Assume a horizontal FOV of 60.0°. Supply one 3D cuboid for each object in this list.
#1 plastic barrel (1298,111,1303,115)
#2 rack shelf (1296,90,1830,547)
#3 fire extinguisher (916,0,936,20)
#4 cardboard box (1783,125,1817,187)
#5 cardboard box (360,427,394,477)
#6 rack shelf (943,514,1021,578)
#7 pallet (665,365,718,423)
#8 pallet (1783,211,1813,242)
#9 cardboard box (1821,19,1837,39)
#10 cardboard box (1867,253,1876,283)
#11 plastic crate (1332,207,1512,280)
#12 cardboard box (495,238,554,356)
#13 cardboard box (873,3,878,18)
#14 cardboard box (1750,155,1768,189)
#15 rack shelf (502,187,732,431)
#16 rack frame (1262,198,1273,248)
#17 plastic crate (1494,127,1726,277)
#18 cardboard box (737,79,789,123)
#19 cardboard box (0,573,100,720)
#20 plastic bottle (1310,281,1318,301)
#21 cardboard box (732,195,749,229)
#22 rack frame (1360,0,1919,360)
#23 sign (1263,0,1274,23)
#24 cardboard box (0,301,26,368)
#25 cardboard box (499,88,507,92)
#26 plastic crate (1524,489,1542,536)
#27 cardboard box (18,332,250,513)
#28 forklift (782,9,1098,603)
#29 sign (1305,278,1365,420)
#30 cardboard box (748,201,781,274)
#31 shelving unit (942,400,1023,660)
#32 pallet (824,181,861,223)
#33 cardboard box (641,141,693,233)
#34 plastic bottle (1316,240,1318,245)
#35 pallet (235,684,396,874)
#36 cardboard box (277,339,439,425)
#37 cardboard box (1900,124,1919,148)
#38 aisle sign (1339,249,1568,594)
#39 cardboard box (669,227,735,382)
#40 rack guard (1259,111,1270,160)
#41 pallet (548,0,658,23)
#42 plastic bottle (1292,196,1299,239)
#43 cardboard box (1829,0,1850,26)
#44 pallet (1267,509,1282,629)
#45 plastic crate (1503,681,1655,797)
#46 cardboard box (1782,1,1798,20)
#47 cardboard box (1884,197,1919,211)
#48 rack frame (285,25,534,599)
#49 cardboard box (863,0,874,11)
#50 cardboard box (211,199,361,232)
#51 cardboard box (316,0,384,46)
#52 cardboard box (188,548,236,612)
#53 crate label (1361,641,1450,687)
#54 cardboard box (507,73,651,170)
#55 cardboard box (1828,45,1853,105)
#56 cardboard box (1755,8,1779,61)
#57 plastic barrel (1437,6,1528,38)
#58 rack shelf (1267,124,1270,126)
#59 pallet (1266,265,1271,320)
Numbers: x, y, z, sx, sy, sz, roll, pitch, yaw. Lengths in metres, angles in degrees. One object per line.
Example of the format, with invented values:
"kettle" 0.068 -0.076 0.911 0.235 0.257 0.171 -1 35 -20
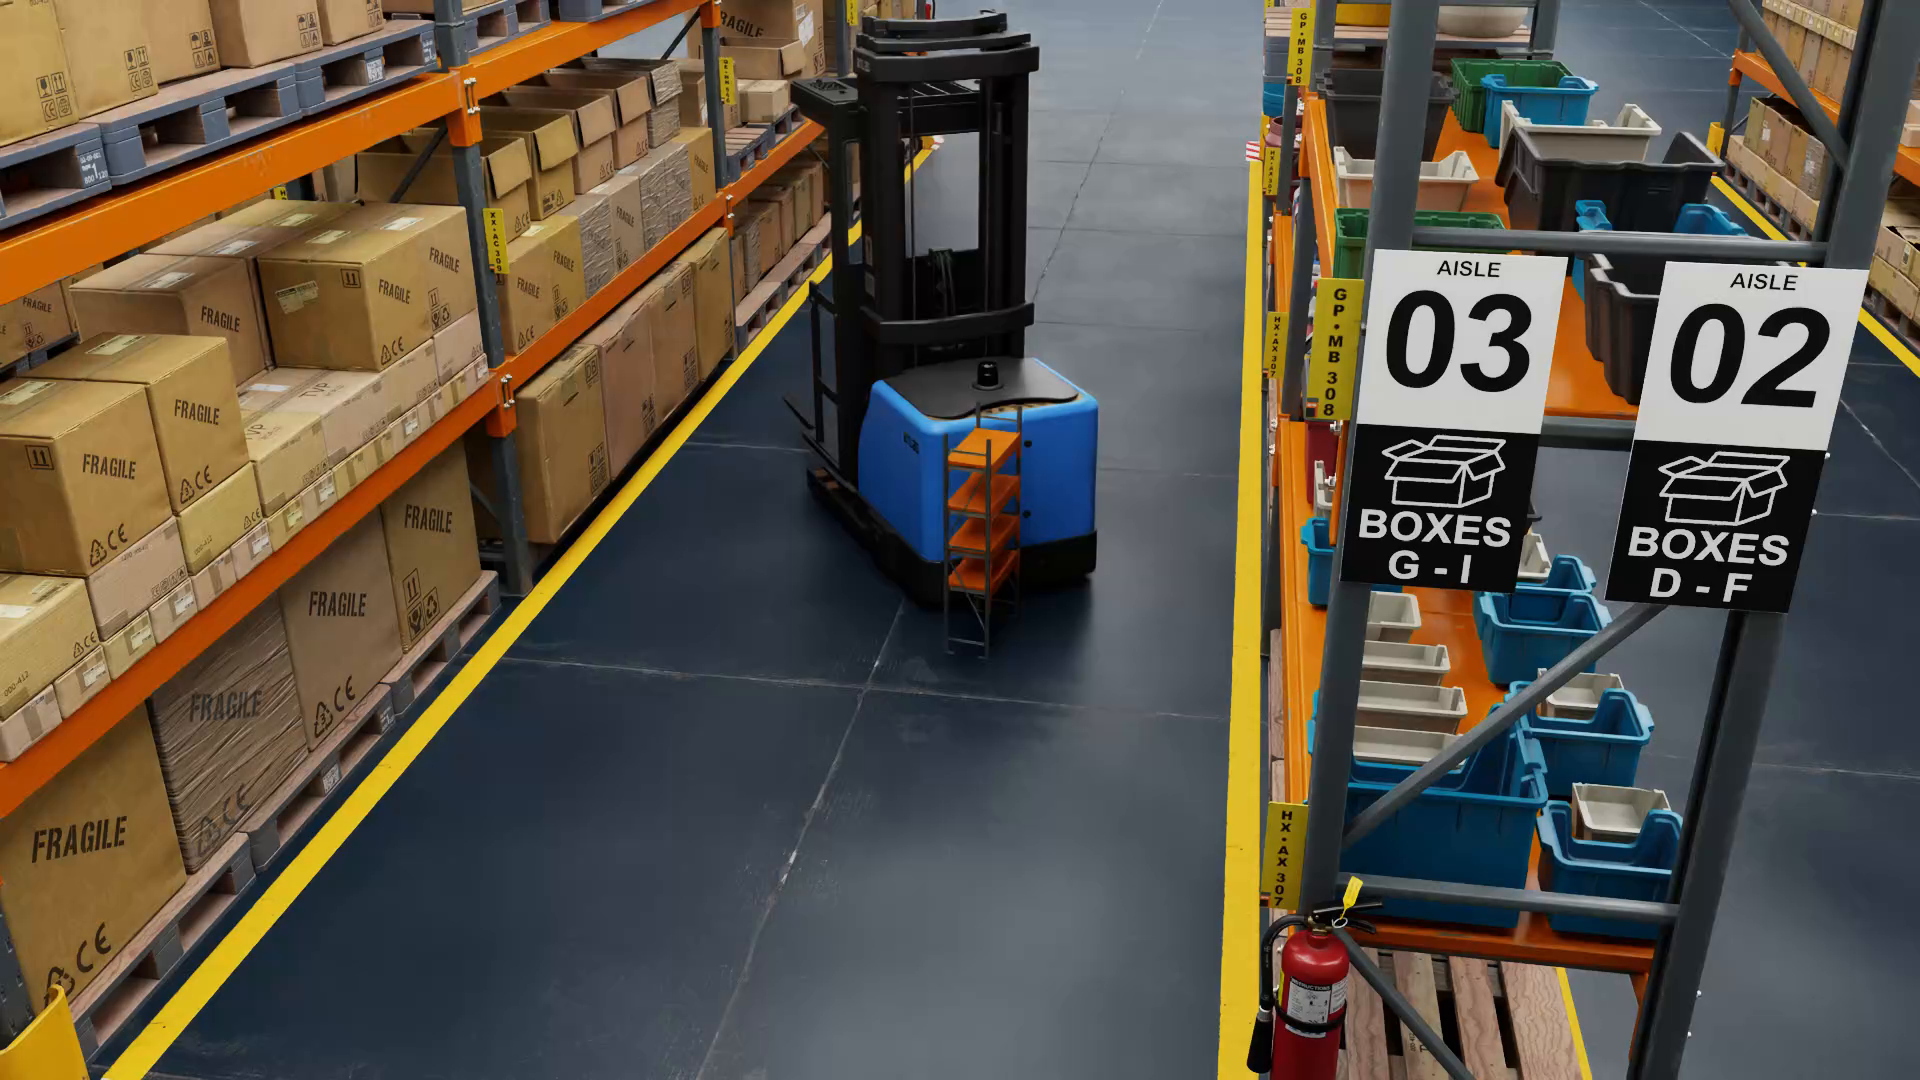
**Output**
"plastic barrel" 2.643 -2.921 12.321 0.421 0.512 0.421 0 25 0
"rack shelf" 1.705 -0.949 5.549 1.077 0.370 4.000 4 25 9
"fire extinguisher" -0.420 -6.095 19.325 0.296 0.674 0.183 4 25 9
"cardboard box" 8.257 -3.665 15.905 0.500 0.500 0.500 4 25 9
"cardboard box" -2.749 -0.401 7.365 0.380 0.149 0.250 4 25 10
"rack shelf" 0.116 0.011 8.470 0.258 0.148 0.480 9 26 18
"pallet" -2.404 -1.181 12.024 1.003 0.211 1.213 4 25 9
"pallet" 8.397 -2.821 15.527 1.003 0.211 1.213 4 25 9
"cardboard box" 8.267 -4.752 15.481 0.380 0.149 0.250 5 25 10
"cardboard box" 7.830 -2.333 13.945 0.500 0.250 0.500 5 25 10
"plastic crate" 1.257 -0.774 4.578 0.450 0.188 0.336 4 25 9
"cardboard box" -2.533 -1.316 8.905 0.500 0.500 0.500 4 25 9
"cardboard box" -1.314 -5.228 16.913 0.875 0.500 0.500 4 25 9
"cardboard box" 8.412 -3.744 16.959 0.500 0.250 0.500 4 25 9
"rack shelf" -2.528 -1.606 10.492 1.077 0.370 4.000 4 25 9
"rack frame" 3.339 -4.098 14.968 1.000 3.000 0.127 4 25 9
"plastic crate" 1.899 -1.030 4.947 0.504 0.338 0.767 4 25 9
"cardboard box" -1.700 -3.576 13.533 0.500 0.250 0.500 3 25 7
"cardboard box" -3.164 0.328 5.336 0.500 0.250 0.500 3 25 7
"plastic bottle" 1.889 -1.215 8.865 0.144 0.351 0.185 4 25 9
"cardboard box" -2.044 -2.680 13.483 0.500 0.250 0.500 7 26 14
"rack frame" 1.378 -1.797 2.974 1.000 3.000 0.127 4 25 9
"sign" 3.451 -5.937 18.568 0.100 0.325 0.005 4 25 9
"cardboard box" -7.086 -1.480 11.827 0.500 0.500 0.500 3 25 6
"cardboard box" -5.816 -5.440 19.845 0.875 0.875 0.875 4 25 9
"plastic crate" 2.114 -0.168 6.825 0.437 0.125 0.590 4 25 9
"cardboard box" -3.003 -0.437 6.088 0.500 0.500 0.500 3 25 7
"forklift" -0.299 -1.588 9.686 1.130 2.935 3.031 -10 27 -21
"sign" 0.833 -0.422 3.699 0.100 0.325 0.005 4 25 9
"cardboard box" -1.947 -2.588 14.170 0.700 0.500 0.500 6 26 13
"shelving unit" 0.116 -0.050 8.441 0.258 1.200 0.503 9 26 18
"pallet" -1.472 -3.462 16.897 1.003 0.211 1.213 4 25 9
"cardboard box" -2.124 -2.382 11.183 0.500 0.500 0.500 4 25 8
"plastic bottle" 2.069 -1.631 9.842 0.152 0.276 0.135 4 25 9
"pallet" -3.253 0.992 7.383 1.003 0.211 1.213 4 25 9
"cardboard box" -2.750 -0.743 7.625 0.500 0.250 0.500 5 26 10
"cardboard box" 7.879 -3.283 13.523 0.380 0.149 0.250 4 25 9
"aisle sign" 1.077 -0.247 3.673 0.394 0.787 0.004 4 25 9
"cardboard box" -2.334 -1.709 11.874 1.225 0.875 0.875 3 25 6
"rack guard" 4.027 -4.604 18.997 1.175 0.500 0.348 4 25 9
"pallet" -2.434 -3.301 9.948 1.003 0.211 1.213 5 26 11
"plastic bottle" 2.197 -2.080 10.793 0.061 0.283 0.133 4 25 9
"cardboard box" 8.455 -4.993 15.231 0.700 0.500 0.500 4 25 8
"pallet" 2.199 0.191 9.094 1.003 0.211 1.213 4 25 9
"plastic crate" 1.851 0.613 5.028 0.416 0.233 0.300 4 25 9
"cardboard box" 8.476 -5.296 16.644 0.380 0.149 0.250 4 25 8
"cardboard box" 7.912 -2.797 14.274 0.500 0.311 0.500 4 25 9
"rack frame" -2.855 -1.096 8.553 1.000 3.000 0.127 4 25 9
"cardboard box" -1.143 -5.454 16.216 0.500 0.500 0.500 4 25 9
"cardboard box" -3.185 -1.320 7.972 0.500 0.500 0.500 4 25 9
"cardboard box" -2.923 -2.404 7.077 0.700 0.500 0.500 3 25 5
"cardboard box" -2.959 0.136 6.219 0.380 0.149 0.250 4 25 7
"crate label" 1.416 0.421 5.553 0.396 0.136 0.243 4 25 9
"cardboard box" -2.446 -2.691 10.660 0.797 0.503 0.637 5 25 10
"cardboard box" 8.371 -4.206 15.079 0.700 0.500 0.500 4 25 8
"cardboard box" 8.790 -5.278 17.369 0.700 0.500 0.500 4 25 9
"plastic barrel" 2.365 -2.566 7.499 0.433 0.535 0.433 0 25 0
"rack shelf" 3.666 -4.609 16.907 1.077 0.370 4.000 4 25 9
"pallet" 3.052 -1.993 13.758 1.003 0.211 1.213 4 25 9
